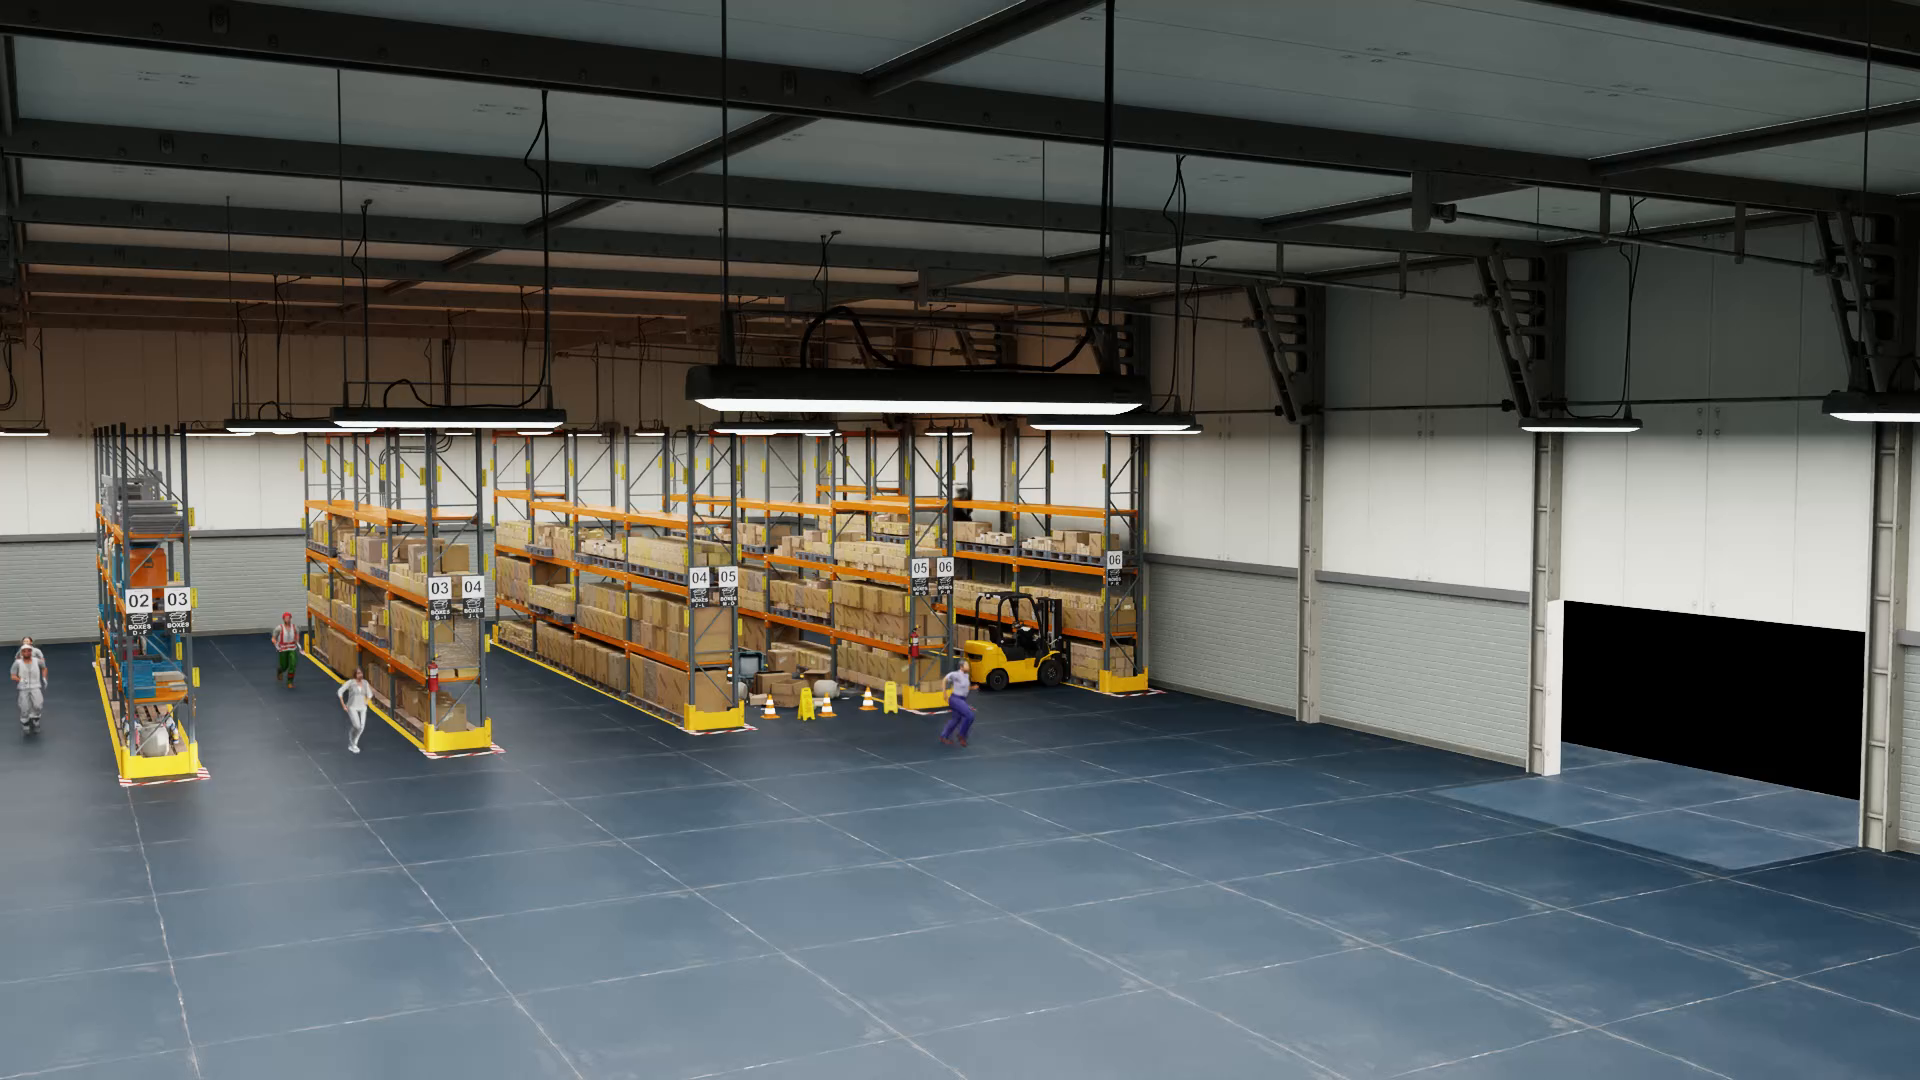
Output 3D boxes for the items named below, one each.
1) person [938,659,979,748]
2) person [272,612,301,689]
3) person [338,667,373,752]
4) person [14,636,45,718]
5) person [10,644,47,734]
[{"bbox_3d":[-0.035,3.041,30.910,0.796,1.632,0.630,1,4,21],"label":"person"},{"bbox_3d":[-15.537,2.530,38.358,0.646,1.748,0.797,-3,4,-38],"label":"person"},{"bbox_3d":[-11.001,3.101,30.306,0.547,1.559,0.500,-3,5,-40],"label":"person"},{"bbox_3d":[-19.254,2.818,34.432,0.563,1.666,0.802,-2,4,-27],"label":"person"},{"bbox_3d":[-17.915,2.885,32.030,0.637,1.754,0.698,-2,4,-33],"label":"person"}]
